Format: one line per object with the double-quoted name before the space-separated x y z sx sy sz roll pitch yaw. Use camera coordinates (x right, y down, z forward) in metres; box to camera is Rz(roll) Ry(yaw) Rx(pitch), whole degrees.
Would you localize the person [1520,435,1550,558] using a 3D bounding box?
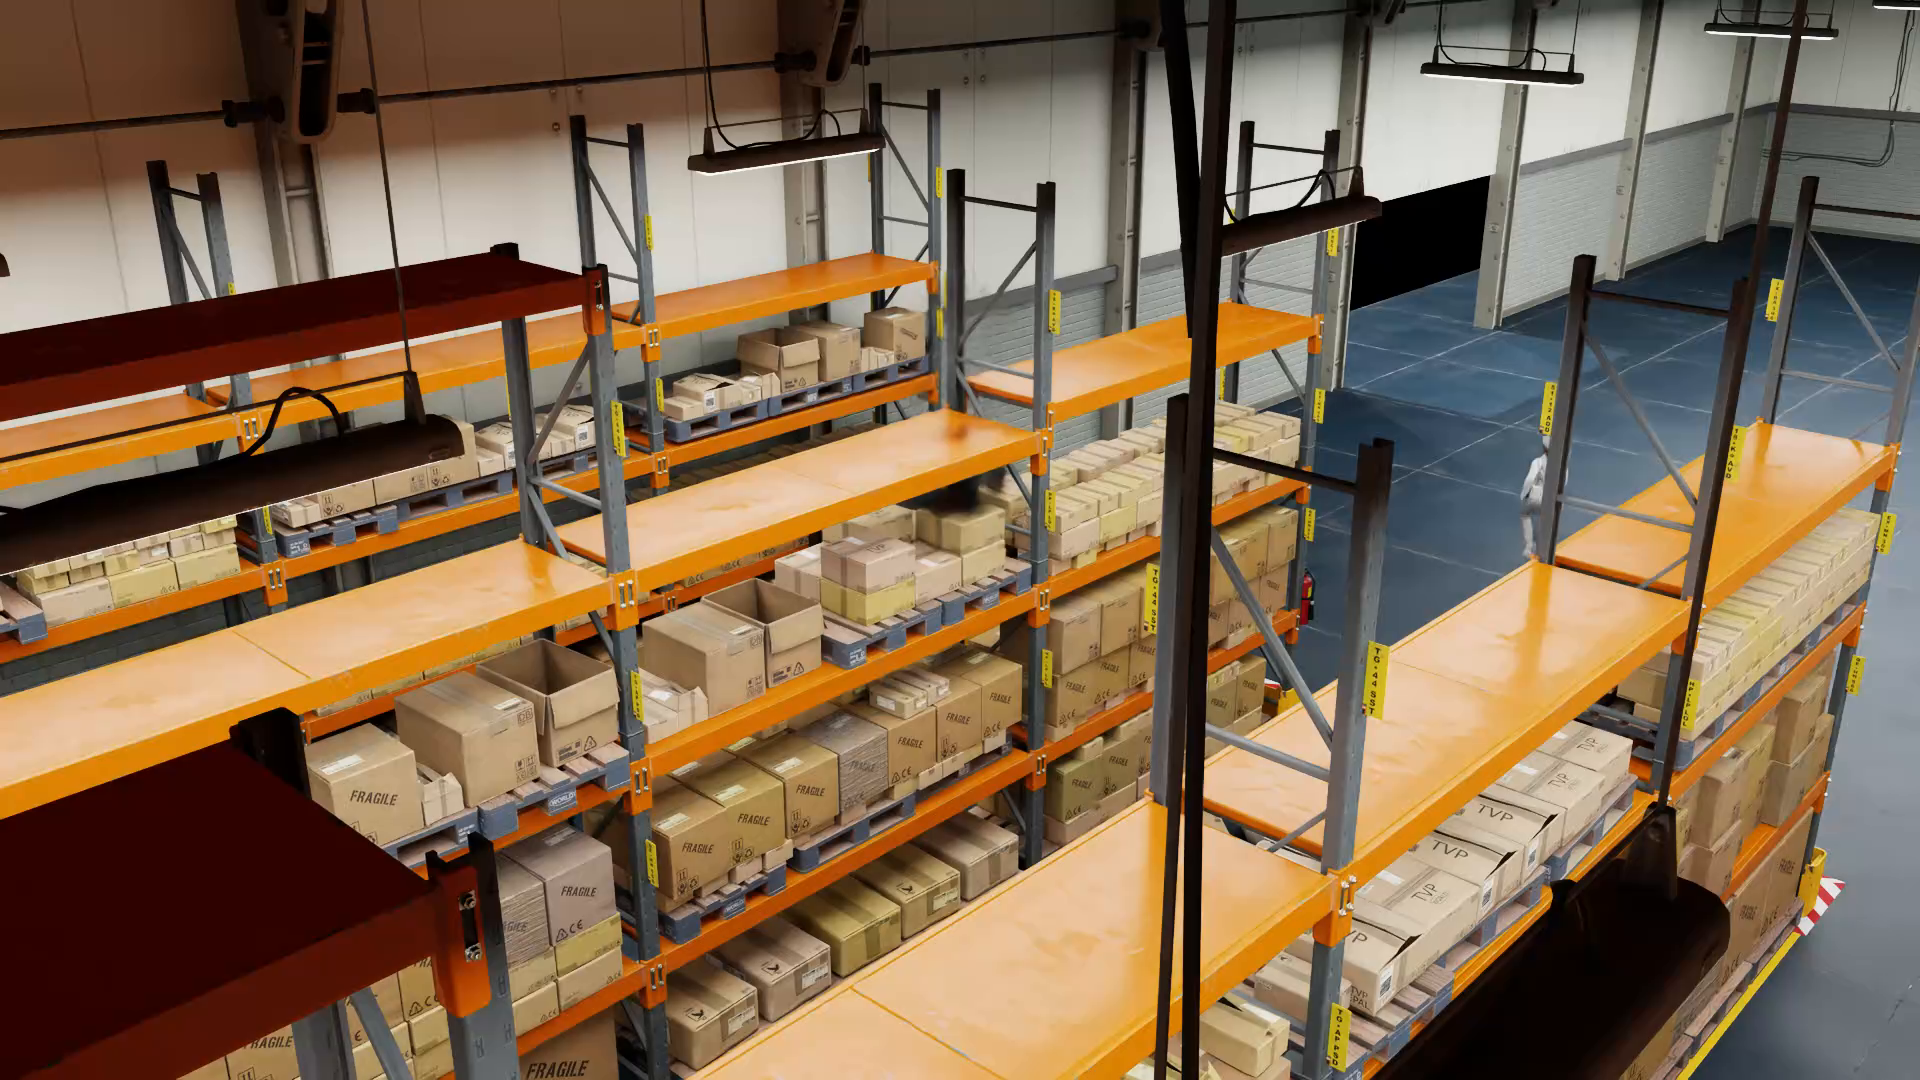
"person" 7.350 -0.549 21.090 0.587 1.661 0.632 1 21 2
